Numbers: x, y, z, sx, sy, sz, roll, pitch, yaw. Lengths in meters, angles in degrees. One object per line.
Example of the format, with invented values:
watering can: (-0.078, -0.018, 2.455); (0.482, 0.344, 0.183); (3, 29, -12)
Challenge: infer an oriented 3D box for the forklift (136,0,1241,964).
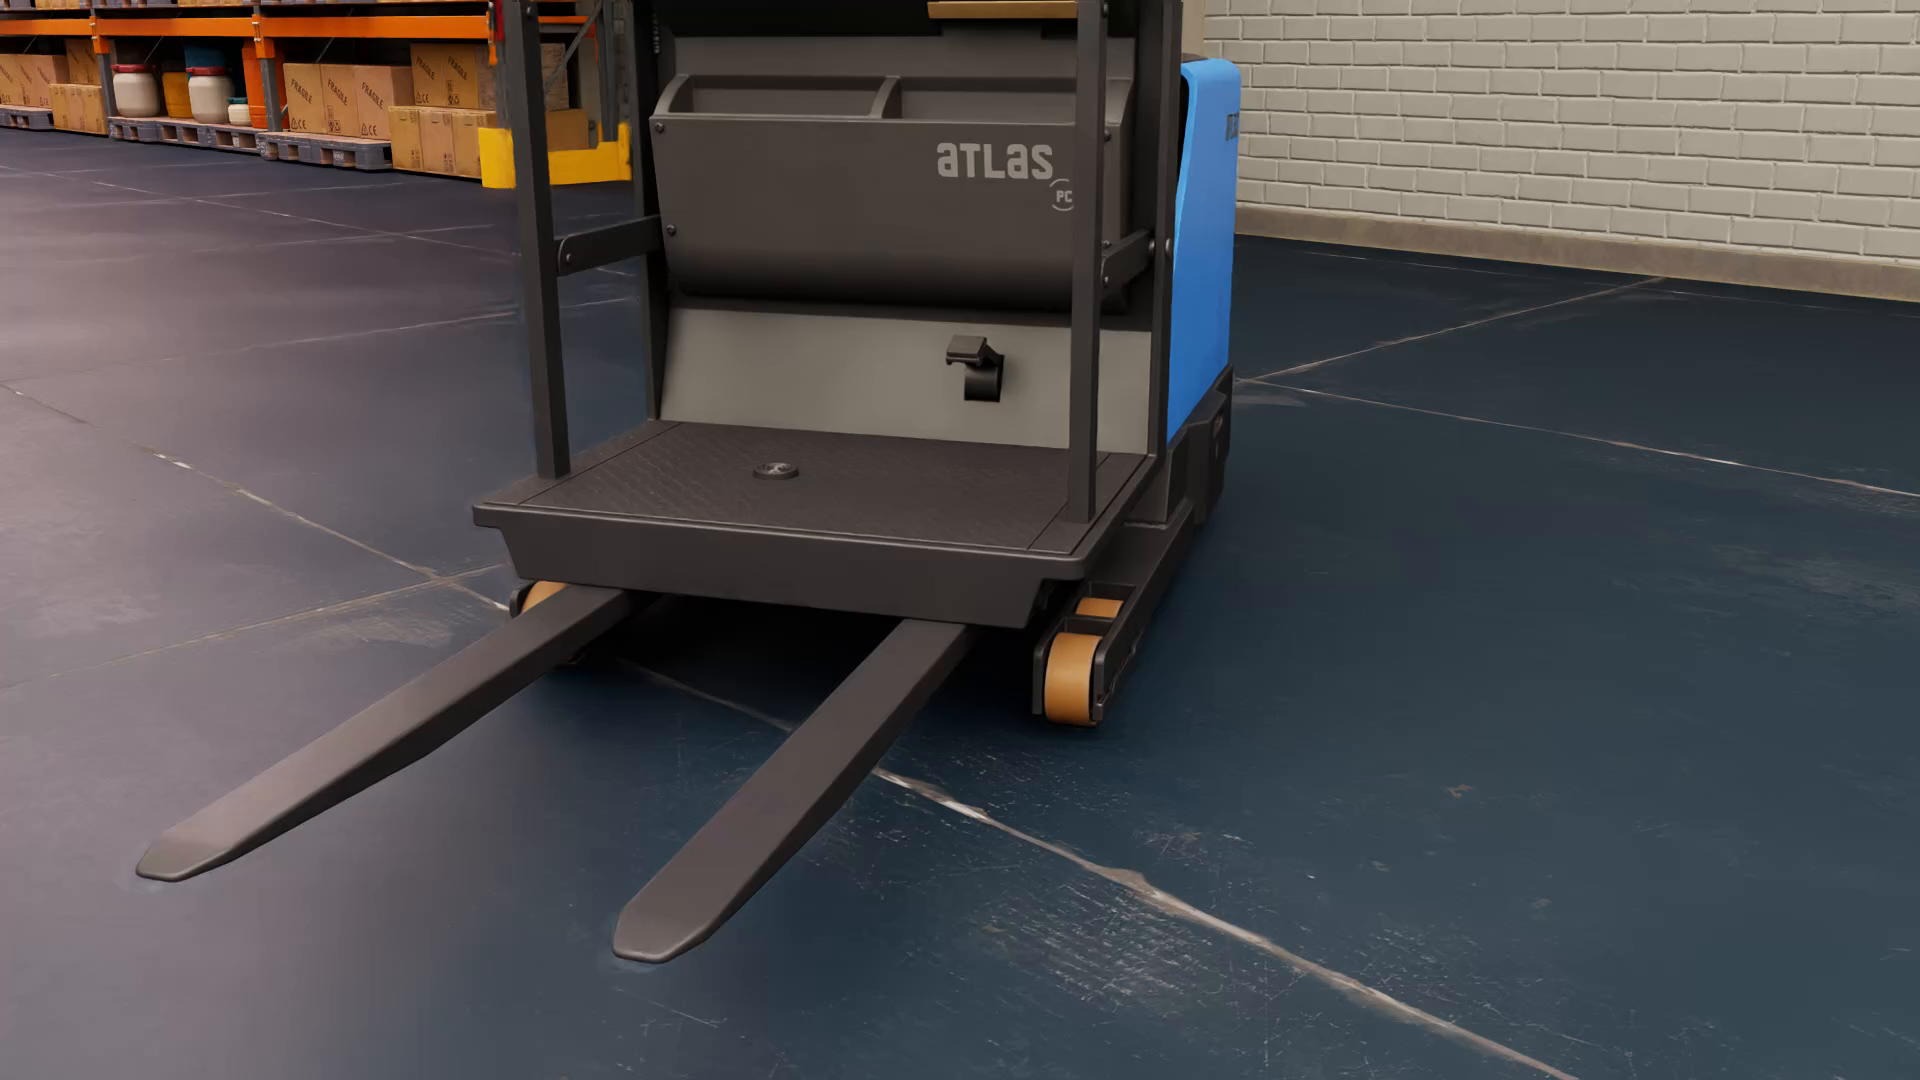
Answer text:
forklift: (-0.196, -1.207, 2.835); (1.130, 2.935, 3.031); (5, 18, 16)
